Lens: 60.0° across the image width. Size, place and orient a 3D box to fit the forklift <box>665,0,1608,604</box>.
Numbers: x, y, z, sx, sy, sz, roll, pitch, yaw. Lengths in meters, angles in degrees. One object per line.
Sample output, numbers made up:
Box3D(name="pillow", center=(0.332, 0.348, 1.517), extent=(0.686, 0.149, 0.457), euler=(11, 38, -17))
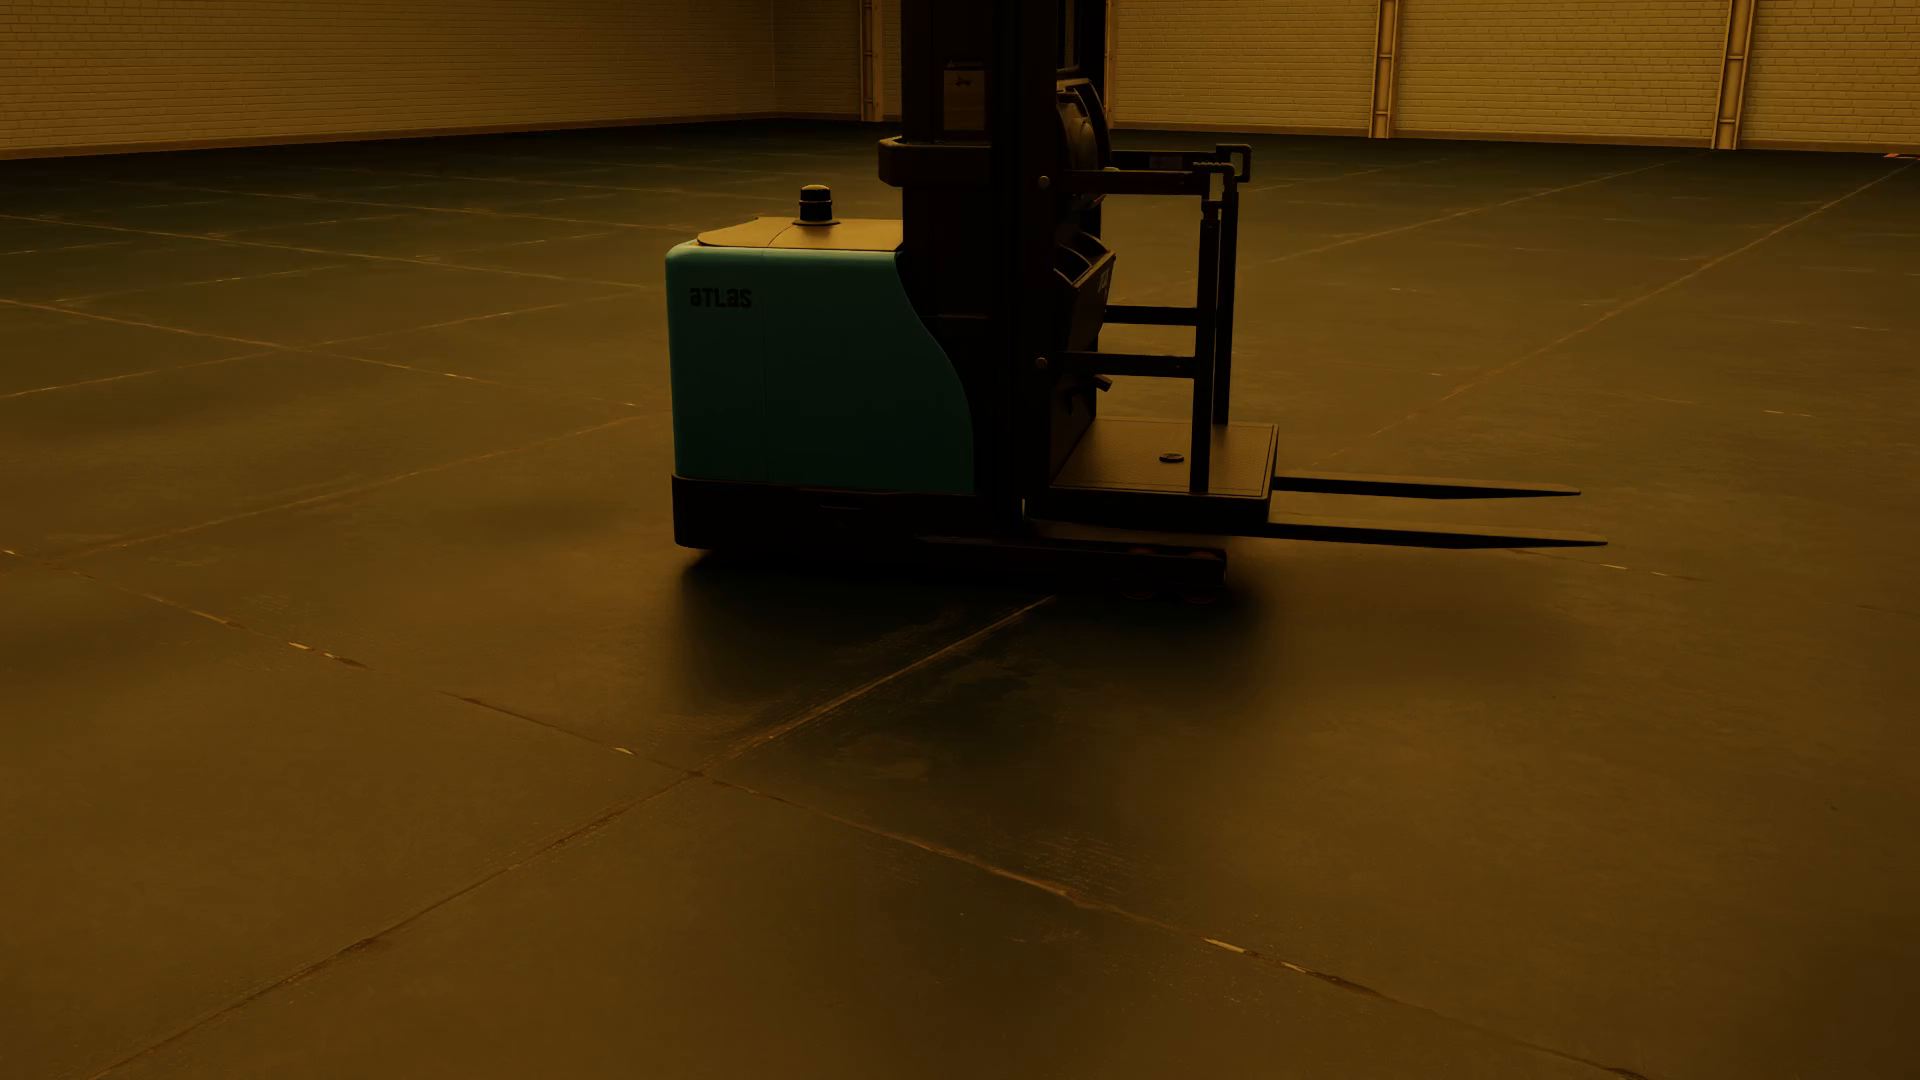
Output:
Box3D(name="forklift", center=(0.595, -1.367, 5.404), extent=(3.031, 2.935, 1.130), euler=(4, 17, 12))
